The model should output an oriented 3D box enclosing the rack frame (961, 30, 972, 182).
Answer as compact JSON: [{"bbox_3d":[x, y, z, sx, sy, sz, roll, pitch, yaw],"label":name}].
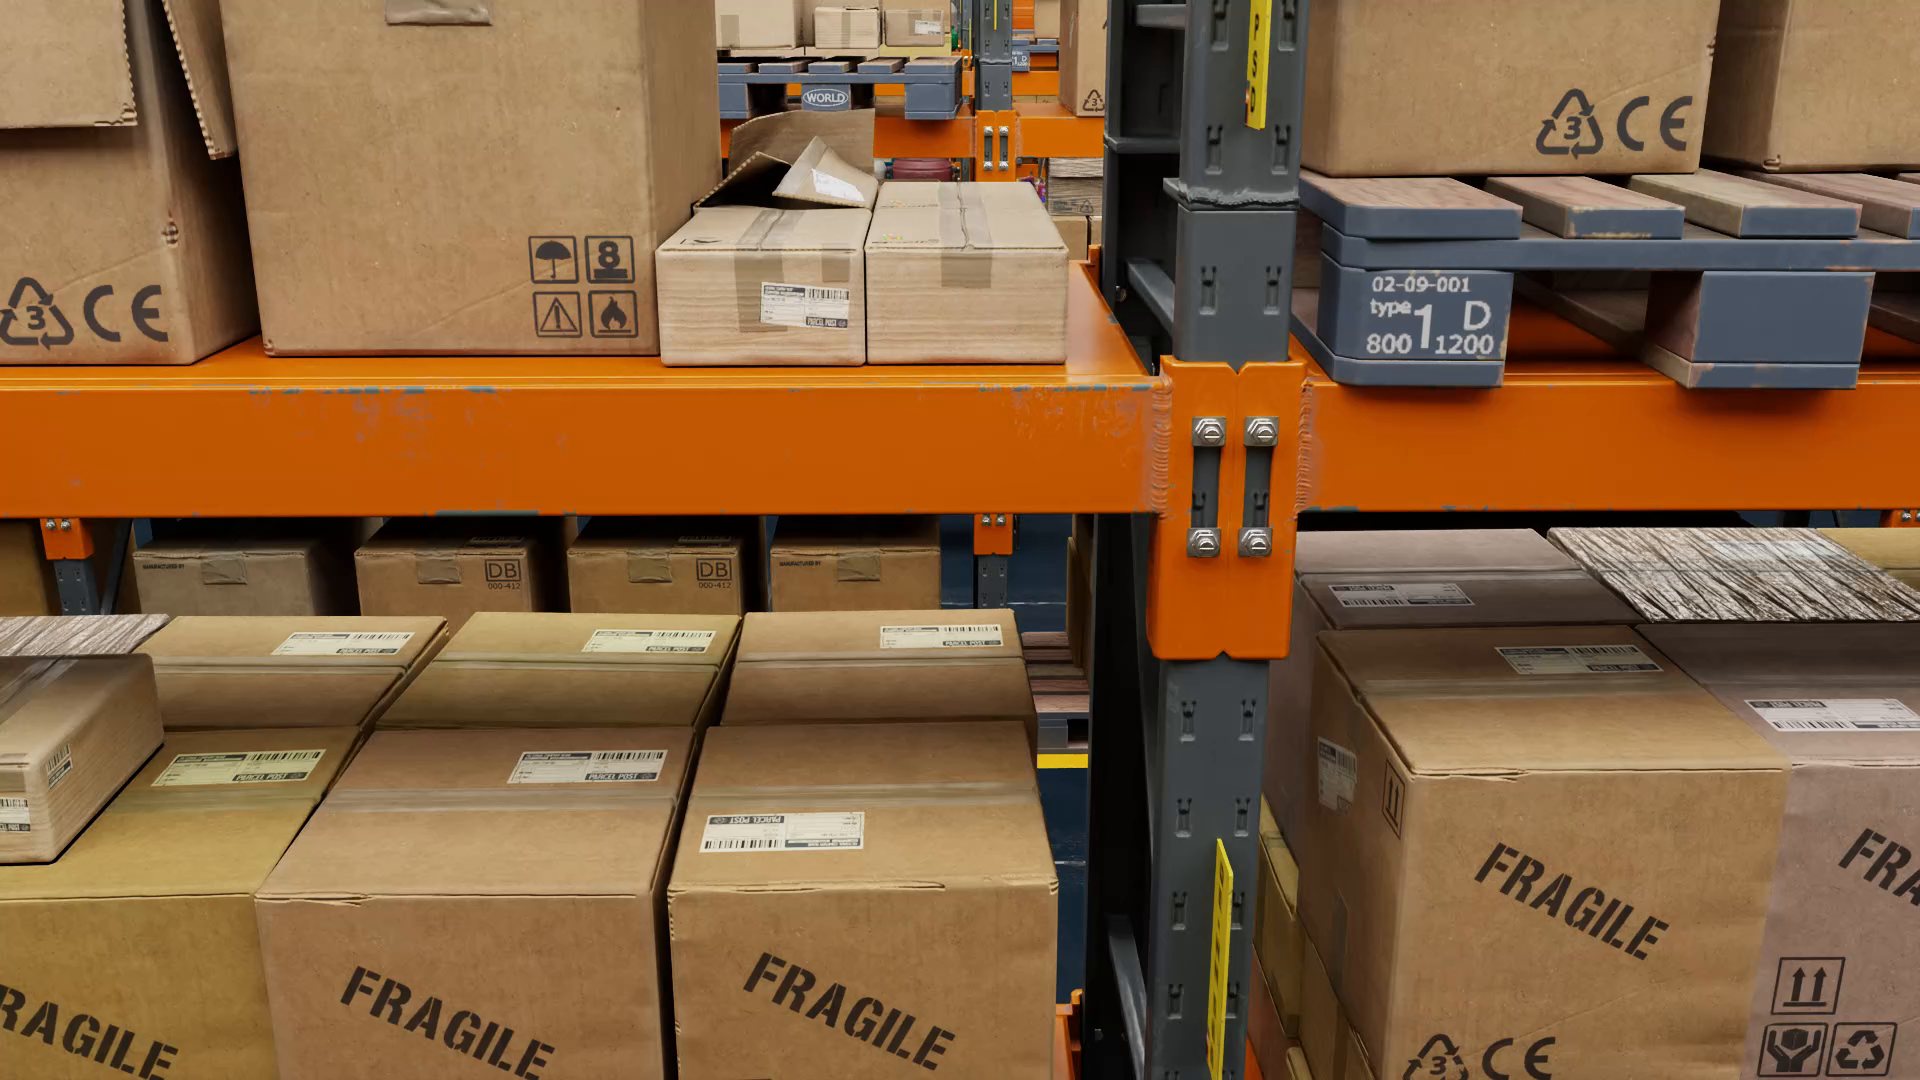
[{"bbox_3d":[0.081,-3.639,16.981,0.127,3.000,1.000,0,18,-1],"label":"rack frame"}]

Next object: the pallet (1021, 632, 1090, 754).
[{"bbox_3d":[0.918,0.714,7.977,1.213,0.211,1.003,0,18,-1],"label":"pallet"}]

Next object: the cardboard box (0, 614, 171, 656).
[{"bbox_3d":[-1.690,0.452,2.889,0.500,0.500,0.500,-1,18,-3],"label":"cardboard box"}]

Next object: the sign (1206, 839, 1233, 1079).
[{"bbox_3d":[0.334,0.553,2.148,0.005,0.325,0.100,0,18,-1],"label":"sign"}]

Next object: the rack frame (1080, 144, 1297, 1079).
[{"bbox_3d":[0.316,0.901,2.830,0.127,3.000,1.000,0,18,-1],"label":"rack frame"}]

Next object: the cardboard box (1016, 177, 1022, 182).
[{"bbox_3d":[0.662,-5.805,26.563,0.750,0.750,0.750,-1,18,-2],"label":"cardboard box"}]

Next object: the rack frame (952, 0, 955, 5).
[{"bbox_3d":[-0.075,-9.521,25.497,0.127,3.000,1.000,0,18,-1],"label":"rack frame"}]

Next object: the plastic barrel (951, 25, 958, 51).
[{"bbox_3d":[-0.165,-4.976,16.494,0.294,0.245,0.294,0,18,0],"label":"plastic barrel"}]

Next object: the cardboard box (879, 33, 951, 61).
[{"bbox_3d":[-0.312,-3.406,11.589,0.500,0.250,0.500,0,18,-1],"label":"cardboard box"}]

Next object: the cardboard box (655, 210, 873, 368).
[{"bbox_3d":[-0.244,-0.339,2.194,0.250,0.149,0.380,0,18,-1],"label":"cardboard box"}]

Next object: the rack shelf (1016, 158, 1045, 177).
[{"bbox_3d":[2.007,-4.819,21.837,4.000,0.370,1.077,0,18,-1],"label":"rack shelf"}]

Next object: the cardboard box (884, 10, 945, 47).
[{"bbox_3d":[-0.200,-2.214,7.189,0.250,0.149,0.380,-1,18,-3],"label":"cardboard box"}]

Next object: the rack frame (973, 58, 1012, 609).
[{"bbox_3d":[0.137,-0.611,7.541,0.127,3.000,1.000,0,18,-1],"label":"rack frame"}]

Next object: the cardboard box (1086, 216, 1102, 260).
[{"bbox_3d":[1.166,-2.096,12.008,0.500,0.500,0.500,-1,18,-2],"label":"cardboard box"}]

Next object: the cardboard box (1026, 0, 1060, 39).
[{"bbox_3d":[0.768,-3.829,11.805,0.637,0.503,0.797,1,18,2],"label":"cardboard box"}]

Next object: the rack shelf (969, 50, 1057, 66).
[{"bbox_3d":[2.081,-4.734,16.662,4.000,0.370,1.077,0,18,-1],"label":"rack shelf"}]

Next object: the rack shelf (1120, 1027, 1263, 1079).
[{"bbox_3d":[2.316,1.233,2.970,4.000,0.370,1.077,0,18,-1],"label":"rack shelf"}]

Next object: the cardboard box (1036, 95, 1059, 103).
[{"bbox_3d":[1.435,-6.789,26.118,0.500,0.500,0.500,0,18,-1],"label":"cardboard box"}]

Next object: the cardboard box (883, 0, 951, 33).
[{"bbox_3d":[-0.314,-3.761,11.470,0.500,0.500,0.500,0,18,1],"label":"cardboard box"}]

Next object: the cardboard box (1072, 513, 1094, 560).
[{"bbox_3d":[0.817,-0.061,8.004,0.500,0.250,0.500,-1,18,-2],"label":"cardboard box"}]

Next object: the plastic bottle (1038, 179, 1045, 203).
[{"bbox_3d":[0.849,-3.474,16.659,0.133,0.283,0.061,0,18,-1],"label":"plastic bottle"}]

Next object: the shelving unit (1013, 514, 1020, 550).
[{"bbox_3d":[-0.007,-0.714,10.318,0.755,1.500,0.431,0,18,-1],"label":"shelving unit"}]

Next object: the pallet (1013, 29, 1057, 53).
[{"bbox_3d":[0.848,-4.951,16.470,1.213,0.211,1.003,0,18,-1],"label":"pallet"}]

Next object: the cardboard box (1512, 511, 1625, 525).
[{"bbox_3d":[2.861,-0.071,8.034,0.500,0.250,0.500,0,18,1],"label":"cardboard box"}]

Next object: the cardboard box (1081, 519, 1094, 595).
[{"bbox_3d":[0.830,0.093,7.524,0.500,0.250,0.500,-1,18,-3],"label":"cardboard box"}]

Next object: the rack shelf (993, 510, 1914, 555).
[{"bbox_3d":[2.137,-0.278,7.681,4.000,0.370,1.077,0,18,-1],"label":"rack shelf"}]

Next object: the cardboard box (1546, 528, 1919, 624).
[{"bbox_3d":[1.342,0.289,2.934,0.500,0.500,0.500,0,18,0],"label":"cardboard box"}]

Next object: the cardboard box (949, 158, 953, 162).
[{"bbox_3d":[-0.357,-5.121,21.746,0.500,0.311,0.500,1,18,3],"label":"cardboard box"}]

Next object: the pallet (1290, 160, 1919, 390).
[{"bbox_3d":[0.959,-0.457,2.461,1.003,0.211,1.213,1,18,2],"label":"pallet"}]

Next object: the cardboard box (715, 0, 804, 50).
[{"bbox_3d":[-0.904,-2.148,6.716,0.500,0.311,0.500,0,18,-1],"label":"cardboard box"}]

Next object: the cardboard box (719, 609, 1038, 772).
[{"bbox_3d":[-0.138,0.443,2.918,0.500,0.500,0.500,-1,18,-2],"label":"cardboard box"}]

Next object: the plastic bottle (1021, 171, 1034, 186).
[{"bbox_3d":[0.710,-3.717,17.414,0.133,0.283,0.061,0,18,-1],"label":"plastic bottle"}]

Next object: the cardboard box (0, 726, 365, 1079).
[{"bbox_3d":[-1.156,0.607,2.406,0.500,0.500,0.500,-1,18,-5],"label":"cardboard box"}]

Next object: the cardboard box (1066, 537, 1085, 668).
[{"bbox_3d":[0.791,0.296,8.118,0.500,0.500,0.500,0,18,-1],"label":"cardboard box"}]

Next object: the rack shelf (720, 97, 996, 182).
[{"bbox_3d":[-1.863,-1.687,7.163,4.000,0.370,1.077,0,18,-1],"label":"rack shelf"}]

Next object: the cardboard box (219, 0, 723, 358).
[{"bbox_3d":[-0.632,-0.574,2.352,0.500,0.500,0.700,0,18,-1],"label":"cardboard box"}]

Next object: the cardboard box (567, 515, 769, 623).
[{"bbox_3d":[-1.348,0.241,7.881,0.750,0.750,1.050,0,18,0],"label":"cardboard box"}]

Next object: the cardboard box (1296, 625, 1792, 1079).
[{"bbox_3d":[0.813,0.449,2.436,0.500,0.500,0.500,-1,18,-3],"label":"cardboard box"}]

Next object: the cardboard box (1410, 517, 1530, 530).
[{"bbox_3d":[2.353,0.089,7.536,0.500,0.250,0.500,-1,18,-3],"label":"cardboard box"}]

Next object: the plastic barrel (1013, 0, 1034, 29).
[{"bbox_3d":[0.649,-5.474,16.398,0.708,0.830,0.600,0,18,-1],"label":"plastic barrel"}]

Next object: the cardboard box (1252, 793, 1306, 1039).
[{"bbox_3d":[0.796,0.654,3.025,0.500,0.250,0.500,0,18,-1],"label":"cardboard box"}]

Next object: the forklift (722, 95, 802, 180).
[{"bbox_3d":[-1.700,-2.878,14.721,3.031,2.935,1.130,-1,18,-3],"label":"forklift"}]

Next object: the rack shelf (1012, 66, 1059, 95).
[{"bbox_3d":[2.159,-3.222,11.947,4.000,0.370,1.077,0,18,-1],"label":"rack shelf"}]

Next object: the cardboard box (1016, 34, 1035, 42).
[{"bbox_3d":[0.953,-6.643,21.269,0.500,0.500,0.910,0,18,-1],"label":"cardboard box"}]
